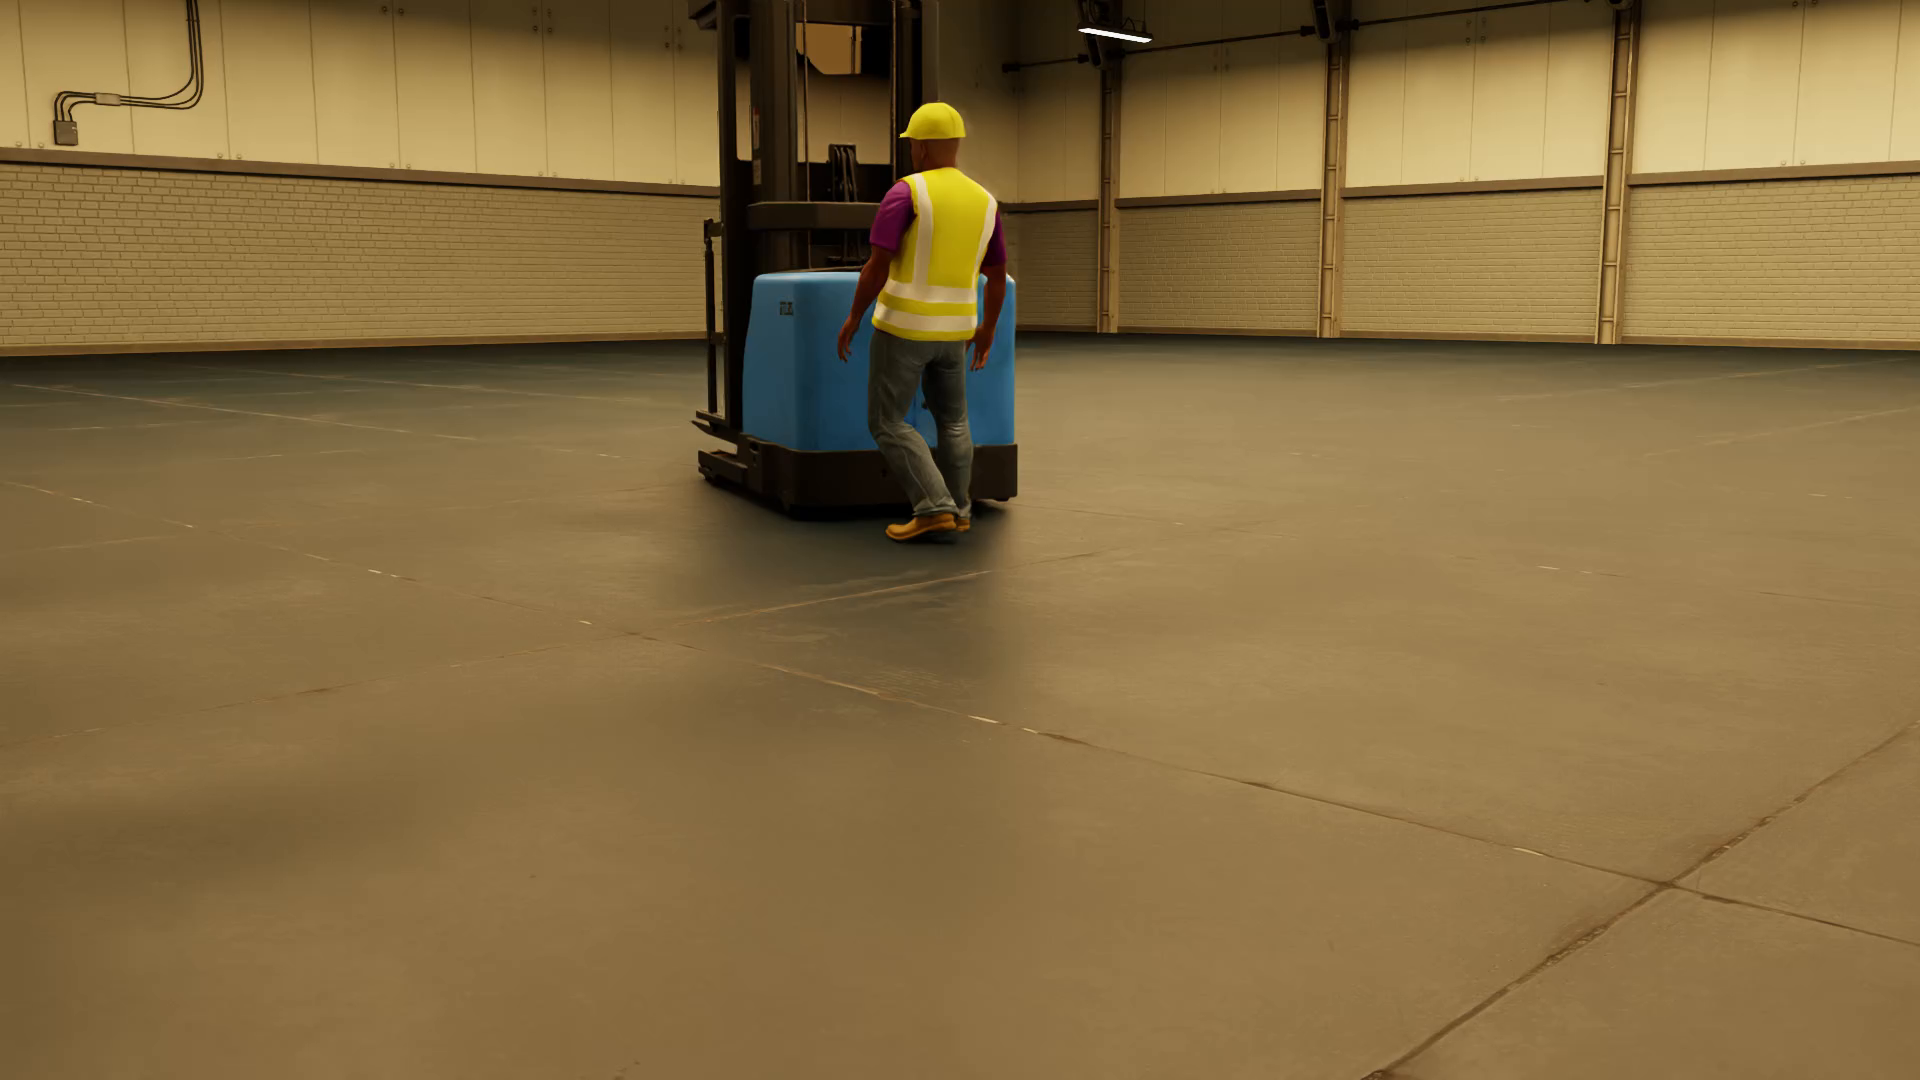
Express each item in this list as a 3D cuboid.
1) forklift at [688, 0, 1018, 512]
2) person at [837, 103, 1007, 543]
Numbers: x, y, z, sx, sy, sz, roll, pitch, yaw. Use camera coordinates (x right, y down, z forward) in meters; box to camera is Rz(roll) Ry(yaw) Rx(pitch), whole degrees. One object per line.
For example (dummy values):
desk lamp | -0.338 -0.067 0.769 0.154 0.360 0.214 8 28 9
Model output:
forklift | -0.744 -1.754 8.524 1.130 2.935 3.031 -3 9 -21
person | -0.175 -0.857 6.690 0.746 1.727 0.624 -7 11 -38
